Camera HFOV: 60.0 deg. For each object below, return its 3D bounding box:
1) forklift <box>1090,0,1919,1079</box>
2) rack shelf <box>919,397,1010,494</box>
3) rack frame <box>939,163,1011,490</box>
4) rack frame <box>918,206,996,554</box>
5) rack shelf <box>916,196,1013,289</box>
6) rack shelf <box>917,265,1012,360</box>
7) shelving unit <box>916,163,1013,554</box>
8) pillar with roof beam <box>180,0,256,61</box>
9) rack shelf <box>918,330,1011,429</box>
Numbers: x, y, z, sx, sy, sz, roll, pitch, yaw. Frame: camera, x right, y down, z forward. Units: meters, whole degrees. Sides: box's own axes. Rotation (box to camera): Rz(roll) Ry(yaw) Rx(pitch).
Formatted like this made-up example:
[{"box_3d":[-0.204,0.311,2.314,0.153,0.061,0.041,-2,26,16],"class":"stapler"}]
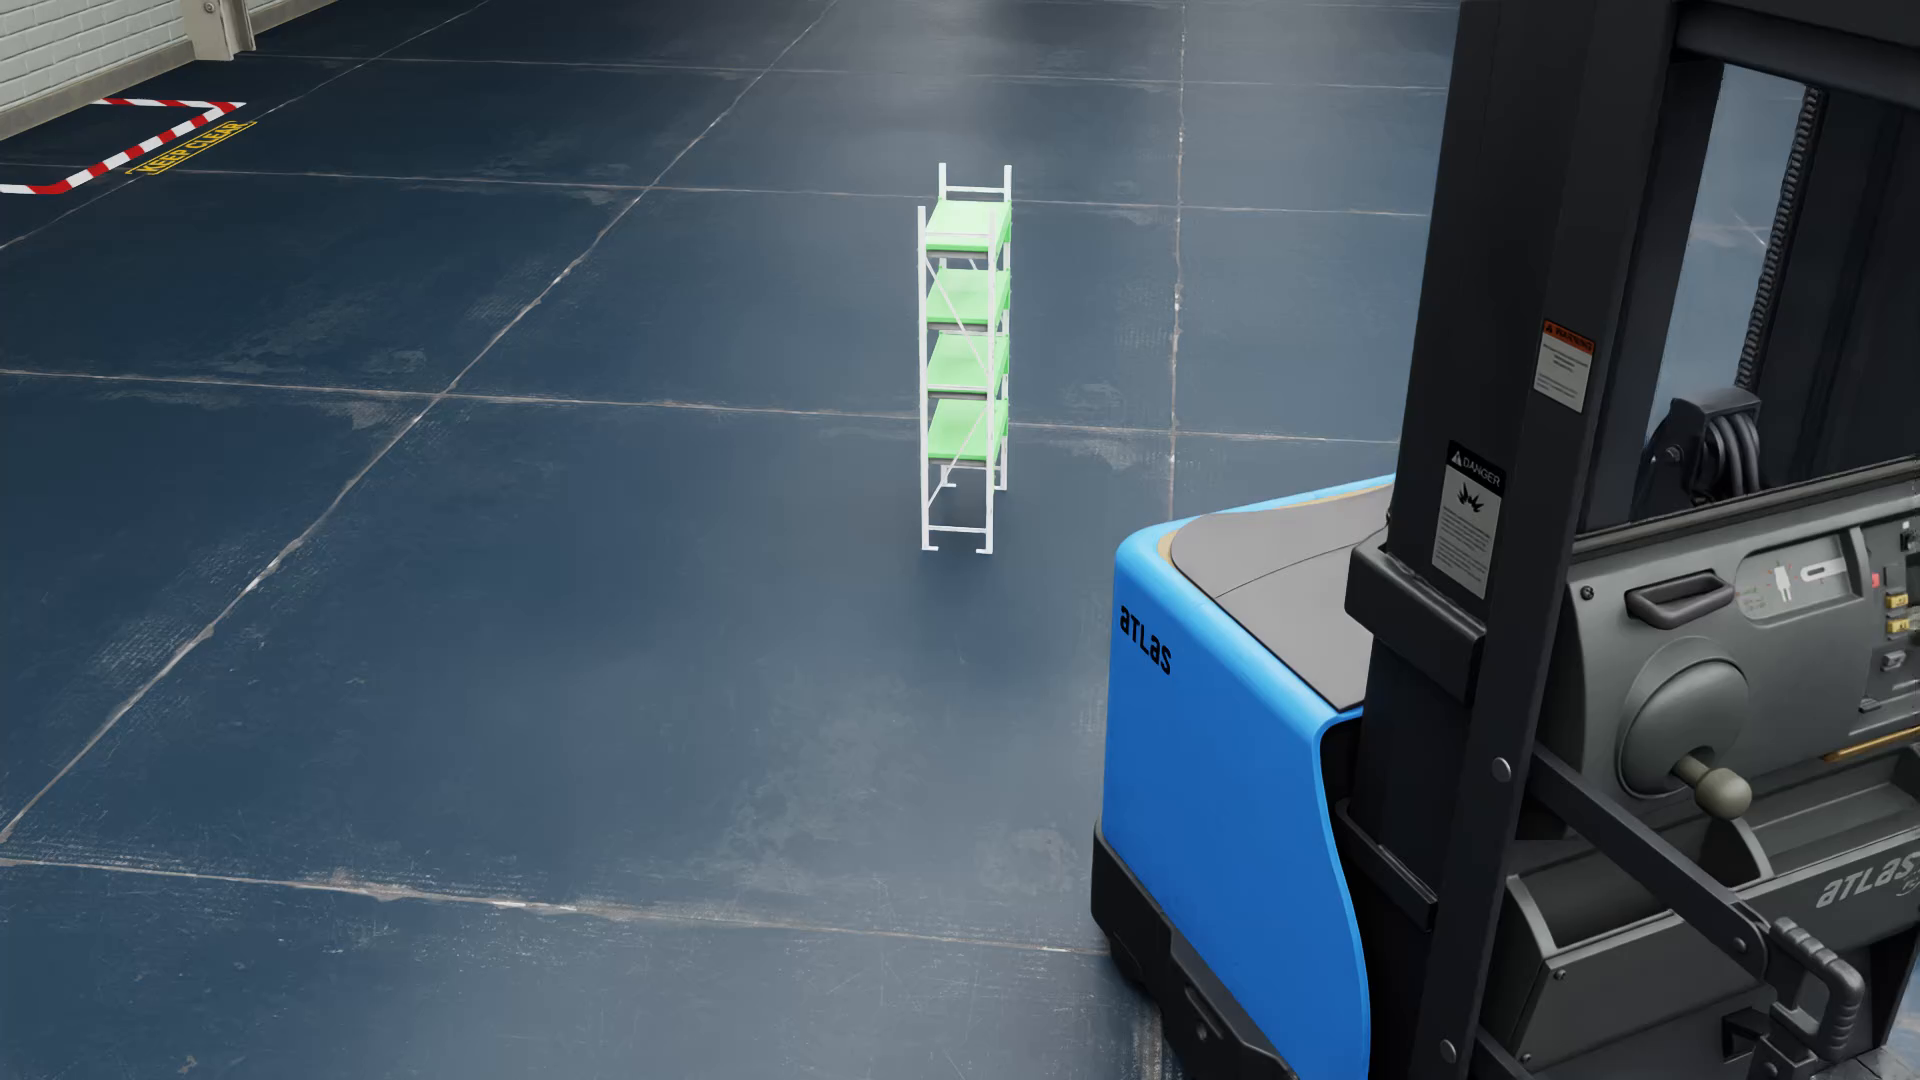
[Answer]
[{"box_3d":[1.367,0.185,2.317,1.130,2.935,3.031,-12,30,-21],"class":"forklift"},{"box_3d":[0.020,-0.339,5.754,0.258,0.148,0.480,3,28,6],"class":"rack shelf"},{"box_3d":[0.050,-0.721,5.823,0.240,1.200,0.015,3,28,6],"class":"rack frame"},{"box_3d":[-0.010,-0.491,5.397,0.240,1.200,0.015,3,28,6],"class":"rack frame"},{"box_3d":[0.020,-0.972,5.413,0.258,0.148,0.480,3,28,6],"class":"rack shelf"},{"box_3d":[0.020,-0.761,5.527,0.258,0.148,0.480,3,28,6],"class":"rack shelf"},{"box_3d":[0.020,-0.606,5.610,0.258,1.200,0.503,3,28,6],"class":"shelving unit"},{"box_3d":[-1.284,-7.380,9.961,9.100,9.000,0.400,3,28,6],"class":"pillar with roof beam"},{"box_3d":[0.020,-0.550,5.640,0.258,0.148,0.480,3,28,6],"class":"rack shelf"}]
